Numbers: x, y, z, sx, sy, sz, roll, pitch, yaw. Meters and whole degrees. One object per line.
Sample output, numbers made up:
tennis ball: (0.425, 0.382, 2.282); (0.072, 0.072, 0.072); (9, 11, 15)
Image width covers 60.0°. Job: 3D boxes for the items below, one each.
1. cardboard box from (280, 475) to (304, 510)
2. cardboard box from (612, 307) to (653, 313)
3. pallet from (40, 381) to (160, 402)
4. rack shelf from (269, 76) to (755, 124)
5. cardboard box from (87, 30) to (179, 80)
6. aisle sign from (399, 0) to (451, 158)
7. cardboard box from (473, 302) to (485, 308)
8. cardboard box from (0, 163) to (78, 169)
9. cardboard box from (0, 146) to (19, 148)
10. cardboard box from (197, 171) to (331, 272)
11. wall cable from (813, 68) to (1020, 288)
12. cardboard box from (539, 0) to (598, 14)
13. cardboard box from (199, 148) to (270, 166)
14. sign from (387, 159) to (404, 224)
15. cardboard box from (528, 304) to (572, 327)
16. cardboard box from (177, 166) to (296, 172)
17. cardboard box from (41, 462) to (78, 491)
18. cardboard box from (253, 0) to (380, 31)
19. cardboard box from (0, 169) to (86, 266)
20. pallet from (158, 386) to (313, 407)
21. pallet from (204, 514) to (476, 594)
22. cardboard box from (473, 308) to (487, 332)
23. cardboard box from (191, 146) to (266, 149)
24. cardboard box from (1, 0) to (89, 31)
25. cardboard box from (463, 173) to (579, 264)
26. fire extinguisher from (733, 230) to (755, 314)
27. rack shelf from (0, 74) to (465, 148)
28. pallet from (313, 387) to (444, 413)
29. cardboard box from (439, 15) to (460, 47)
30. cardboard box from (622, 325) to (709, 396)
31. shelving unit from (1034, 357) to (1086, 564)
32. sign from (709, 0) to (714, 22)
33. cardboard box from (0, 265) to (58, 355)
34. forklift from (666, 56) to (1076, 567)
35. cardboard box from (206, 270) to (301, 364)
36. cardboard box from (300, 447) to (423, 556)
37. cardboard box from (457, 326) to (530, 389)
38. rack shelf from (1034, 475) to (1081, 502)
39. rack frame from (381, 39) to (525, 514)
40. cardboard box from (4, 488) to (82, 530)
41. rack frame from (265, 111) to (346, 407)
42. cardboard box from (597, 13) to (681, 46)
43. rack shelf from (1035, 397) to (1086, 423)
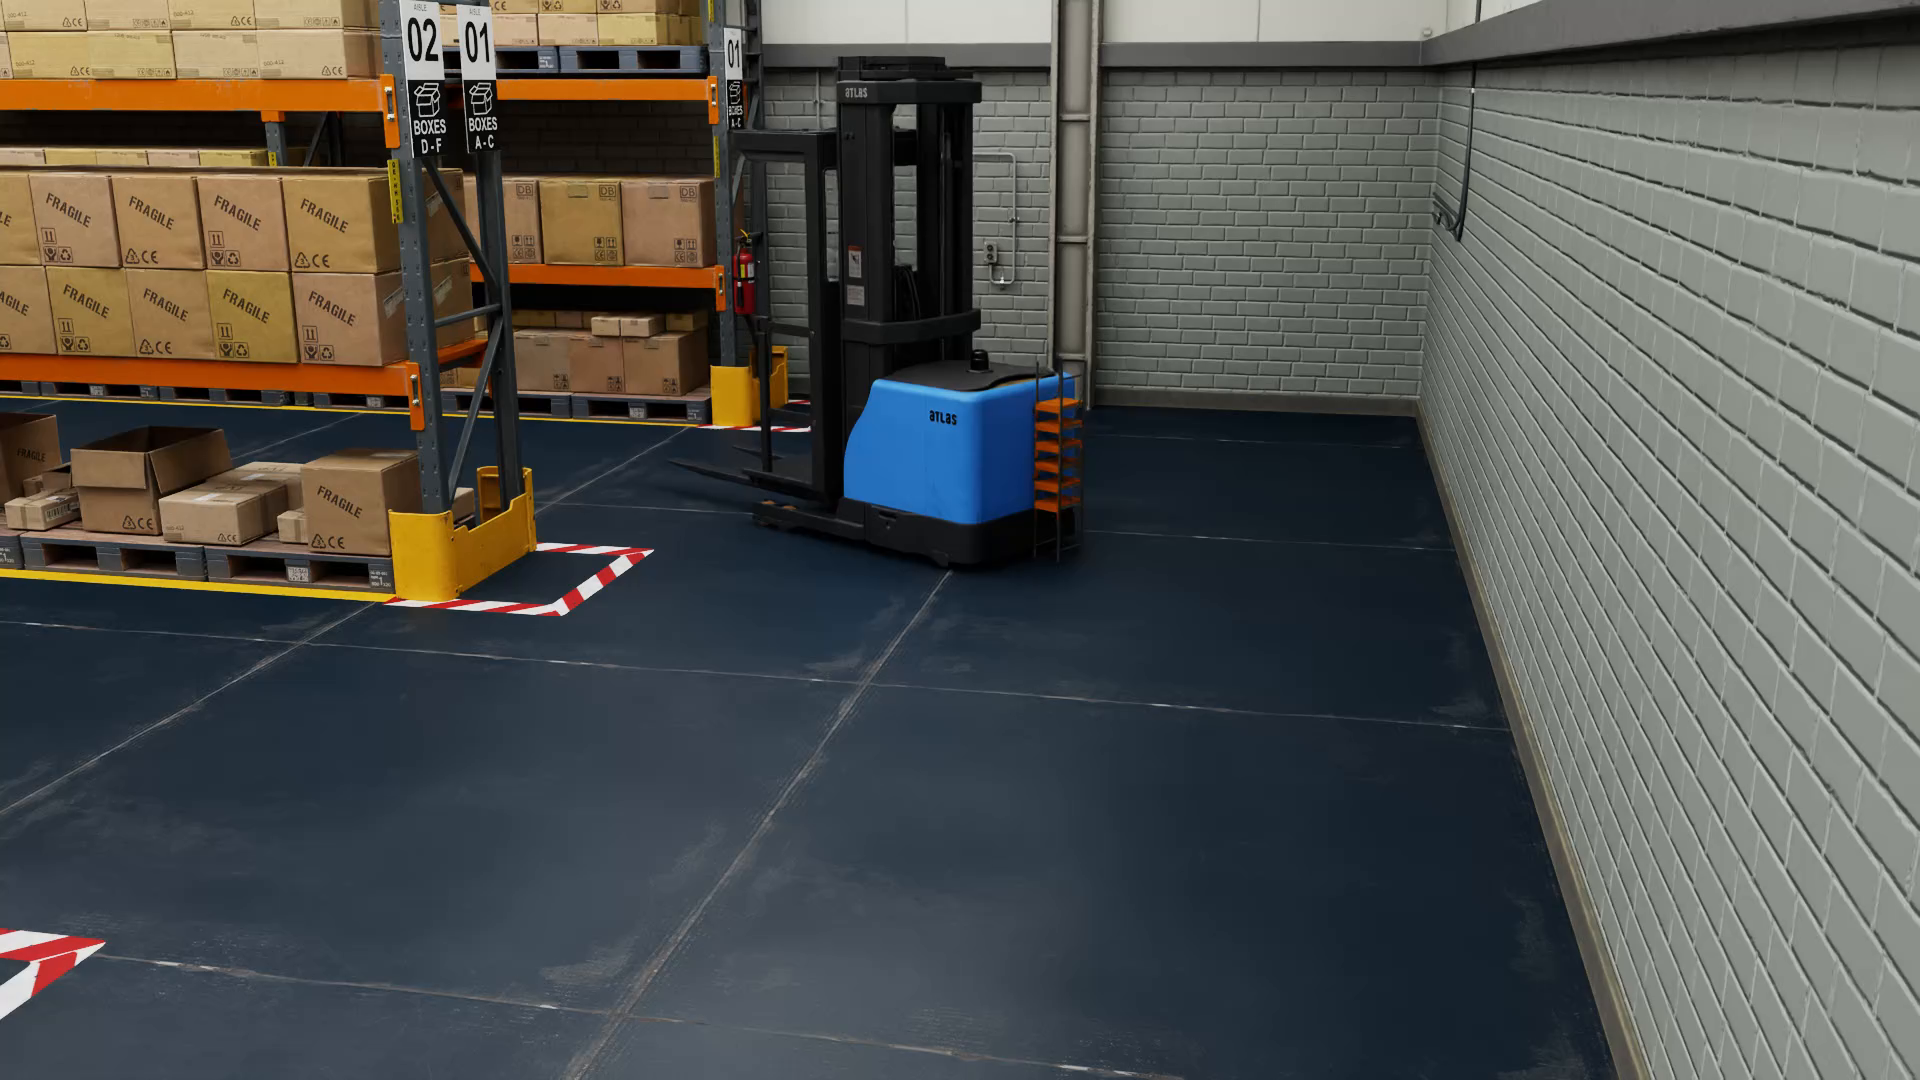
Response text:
cardboard box: (-3.785, -0.272, 10.181); (0.500, 0.250, 0.500); (3, 16, 11)
cardboard box: (-2.875, -1.945, 14.575); (0.250, 0.149, 0.380); (3, 16, 11)
pallet: (-7.725, -1.506, 15.533); (1.213, 0.211, 1.003); (3, 16, 11)
rack shelf: (-3.795, -3.756, 14.163); (4.000, 0.370, 1.077); (3, 16, 11)
cardboard box: (-4.355, -2.639, 9.063); (0.500, 0.250, 0.500); (3, 16, 11)
aisle sign: (-2.813, -2.424, 8.755); (0.004, 0.787, 0.394); (3, 16, 11)
cardboard box: (-4.370, -2.026, 14.868); (0.250, 0.149, 0.380); (3, 16, 9)
cardboard box: (-5.688, -2.012, 10.077); (0.500, 0.500, 0.500); (3, 16, 10)
cardboard box: (-8.754, -3.419, 15.030); (0.500, 0.250, 0.500); (3, 16, 10)
cardboard box: (-3.805, -1.764, 9.179); (0.500, 0.500, 0.500); (4, 16, 13)
wall cable: (-0.392, -3.220, 14.595); (1.851, 1.984, 0.084); (3, 16, 11)
cardboard box: (-3.095, -4.533, 13.522); (0.500, 0.500, 0.500); (4, 16, 13)
cardboard box: (-6.263, -3.284, 14.543); (0.500, 0.250, 0.500); (4, 16, 12)
sign: (-2.949, -1.821, 8.687); (0.005, 0.325, 0.100); (3, 16, 11)
cardboard box: (-3.621, -1.985, 14.721); (0.250, 0.149, 0.380); (3, 16, 12)
cardboard box: (-4.204, -1.931, 9.786); (0.500, 0.500, 0.500); (3, 16, 12)
cardboard box: (-5.388, -0.388, 10.487); (0.500, 0.311, 0.500); (3, 16, 11)
cardboard box: (-3.373, -2.830, 8.815); (0.500, 0.250, 0.500); (3, 16, 11)
cardboard box: (-5.323, -1.844, 9.471); (0.500, 0.500, 0.500); (3, 16, 9)
pallet: (-6.526, -1.441, 15.300); (1.213, 0.211, 1.003); (3, 16, 11)
pallet: (-3.674, 0.043, 9.943); (1.213, 0.211, 1.003); (3, 16, 11)
cardboard box: (-4.232, -1.914, 14.464); (0.250, 0.149, 0.380); (3, 16, 9)
cardboard box: (-6.667, -3.445, 15.124); (0.500, 0.250, 0.500); (3, 16, 12)
cardboard box: (-4.843, -2.909, 9.100); (0.500, 0.250, 0.500); (3, 16, 11)
cardboard box: (-3.797, -2.799, 14.416); (0.700, 0.700, 0.980); (2, 16, 8)
fire extinguisher: (-1.779, -2.205, 13.678); (0.183, 0.674, 0.296); (3, 16, 11)
rack shelf: (-4.778, -2.460, 9.484); (4.000, 0.370, 1.077); (3, 16, 11)
pallet: (-5.025, -1.359, 15.004); (1.213, 0.211, 1.003); (3, 16, 11)
cardboard box: (-4.129, -4.226, 13.817); (0.500, 0.250, 0.500); (3, 16, 10)
cardboard box: (-2.541, -1.560, 14.401); (0.500, 0.500, 0.700); (3, 16, 11)
shelving unit: (0.597, -0.473, 9.953); (0.189, 1.200, 0.258); (13, 20, 40)
sign: (-1.957, -4.244, 13.065); (0.005, 0.325, 0.100); (3, 16, 11)
cardboard box: (-5.301, -1.364, 9.610); (0.500, 0.500, 0.500); (3, 16, 11)
forklift: (-0.718, -1.560, 10.635); (3.031, 2.935, 1.130); (13, 20, 40)
cardboard box: (-3.821, -1.283, 9.316); (0.500, 0.500, 0.500); (3, 16, 12)
cardboard box: (-3.400, -0.227, 9.551); (0.500, 0.500, 0.500); (3, 16, 11)
cardboard box: (-4.048, -1.640, 14.688); (0.500, 0.500, 0.700); (3, 16, 12)
rack shelf: (0.597, -0.315, 9.997); (0.180, 0.103, 0.258); (13, 20, 40)
rack frame: (-2.818, -1.255, 9.404); (0.127, 3.000, 1.000); (3, 16, 11)
cardboard box: (-5.520, -0.192, 10.050); (0.250, 0.166, 0.380); (3, 16, 11)
rack frame: (-5.755, -2.764, 14.851); (0.127, 3.000, 1.000); (3, 16, 11)
cardboard box: (-2.605, -4.145, 13.523); (0.500, 0.250, 0.500); (4, 16, 13)
rack shelf: (0.597, -0.777, 9.869); (0.180, 0.103, 0.258); (13, 20, 40)
